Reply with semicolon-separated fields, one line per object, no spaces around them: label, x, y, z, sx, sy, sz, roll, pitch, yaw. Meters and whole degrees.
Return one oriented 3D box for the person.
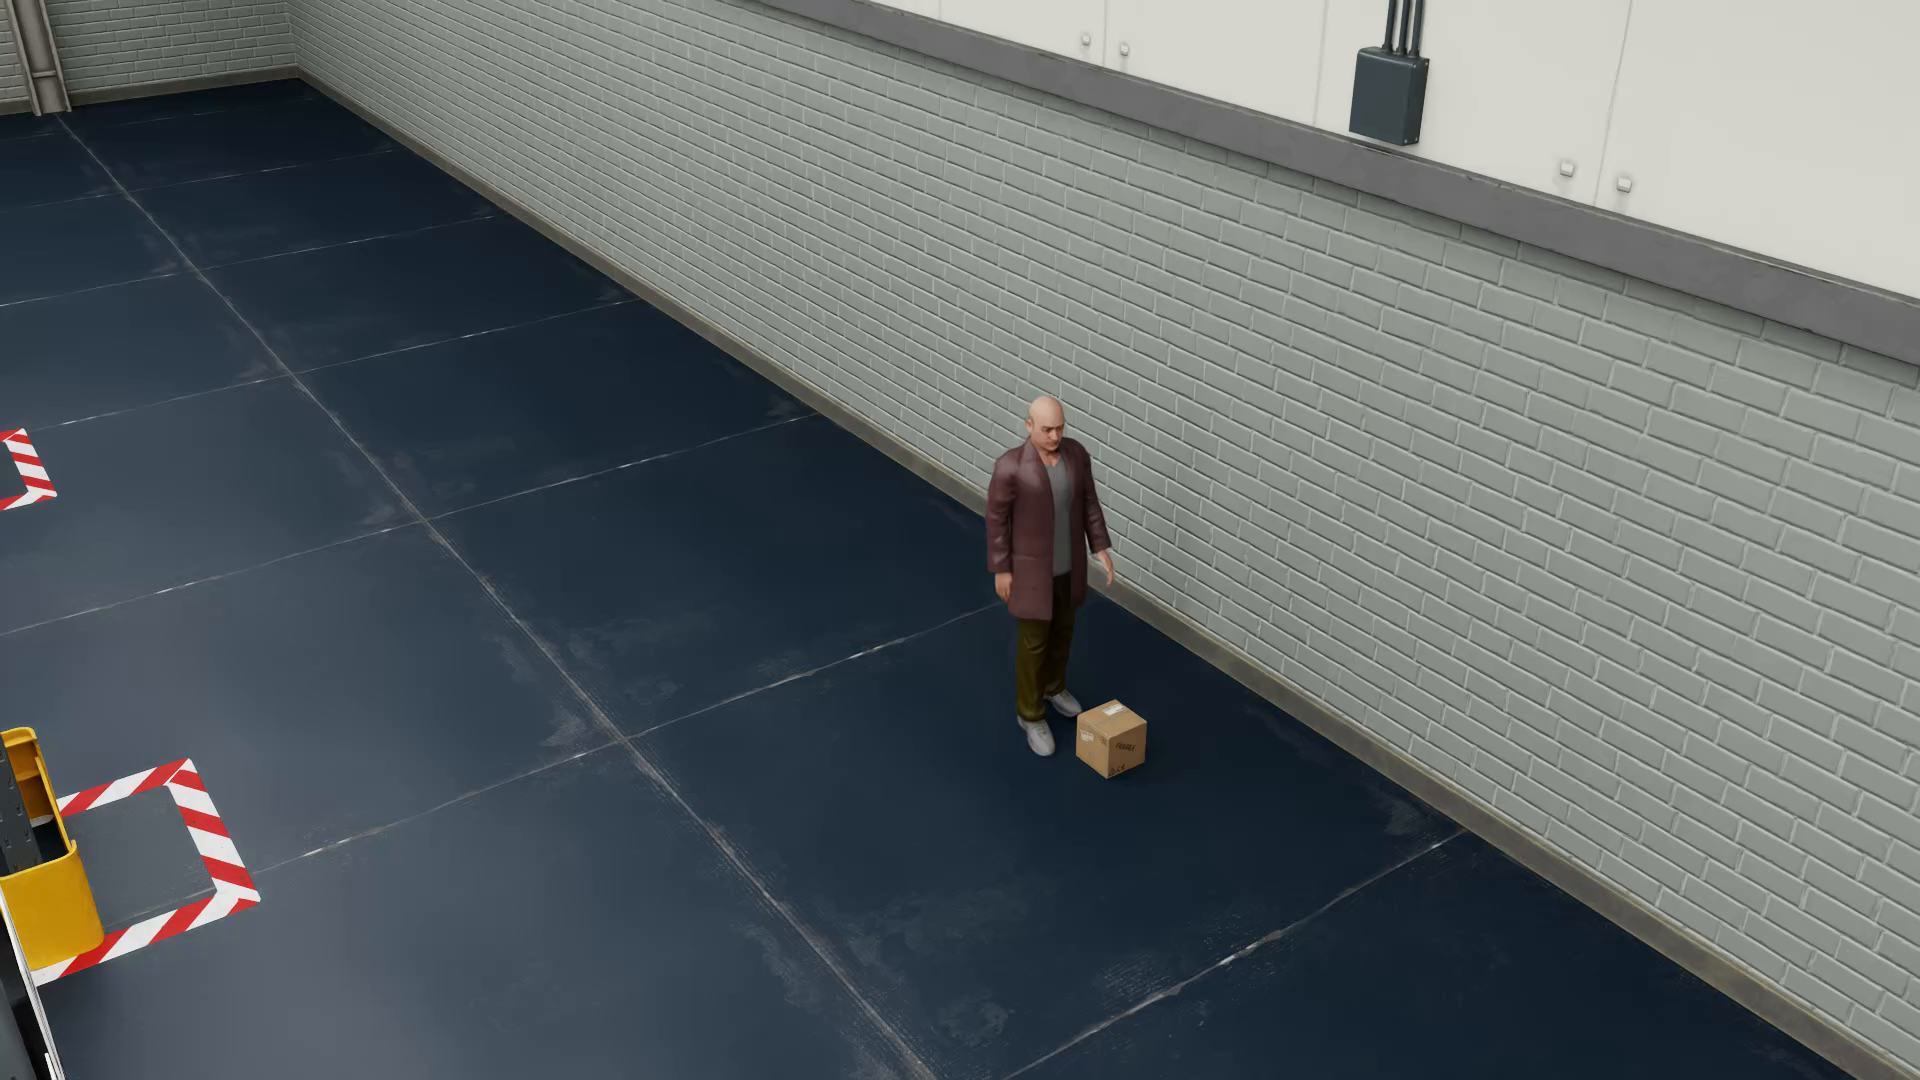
person;0.486;0.159;8.327;0.632;1.798;0.558;-16;32;-27
